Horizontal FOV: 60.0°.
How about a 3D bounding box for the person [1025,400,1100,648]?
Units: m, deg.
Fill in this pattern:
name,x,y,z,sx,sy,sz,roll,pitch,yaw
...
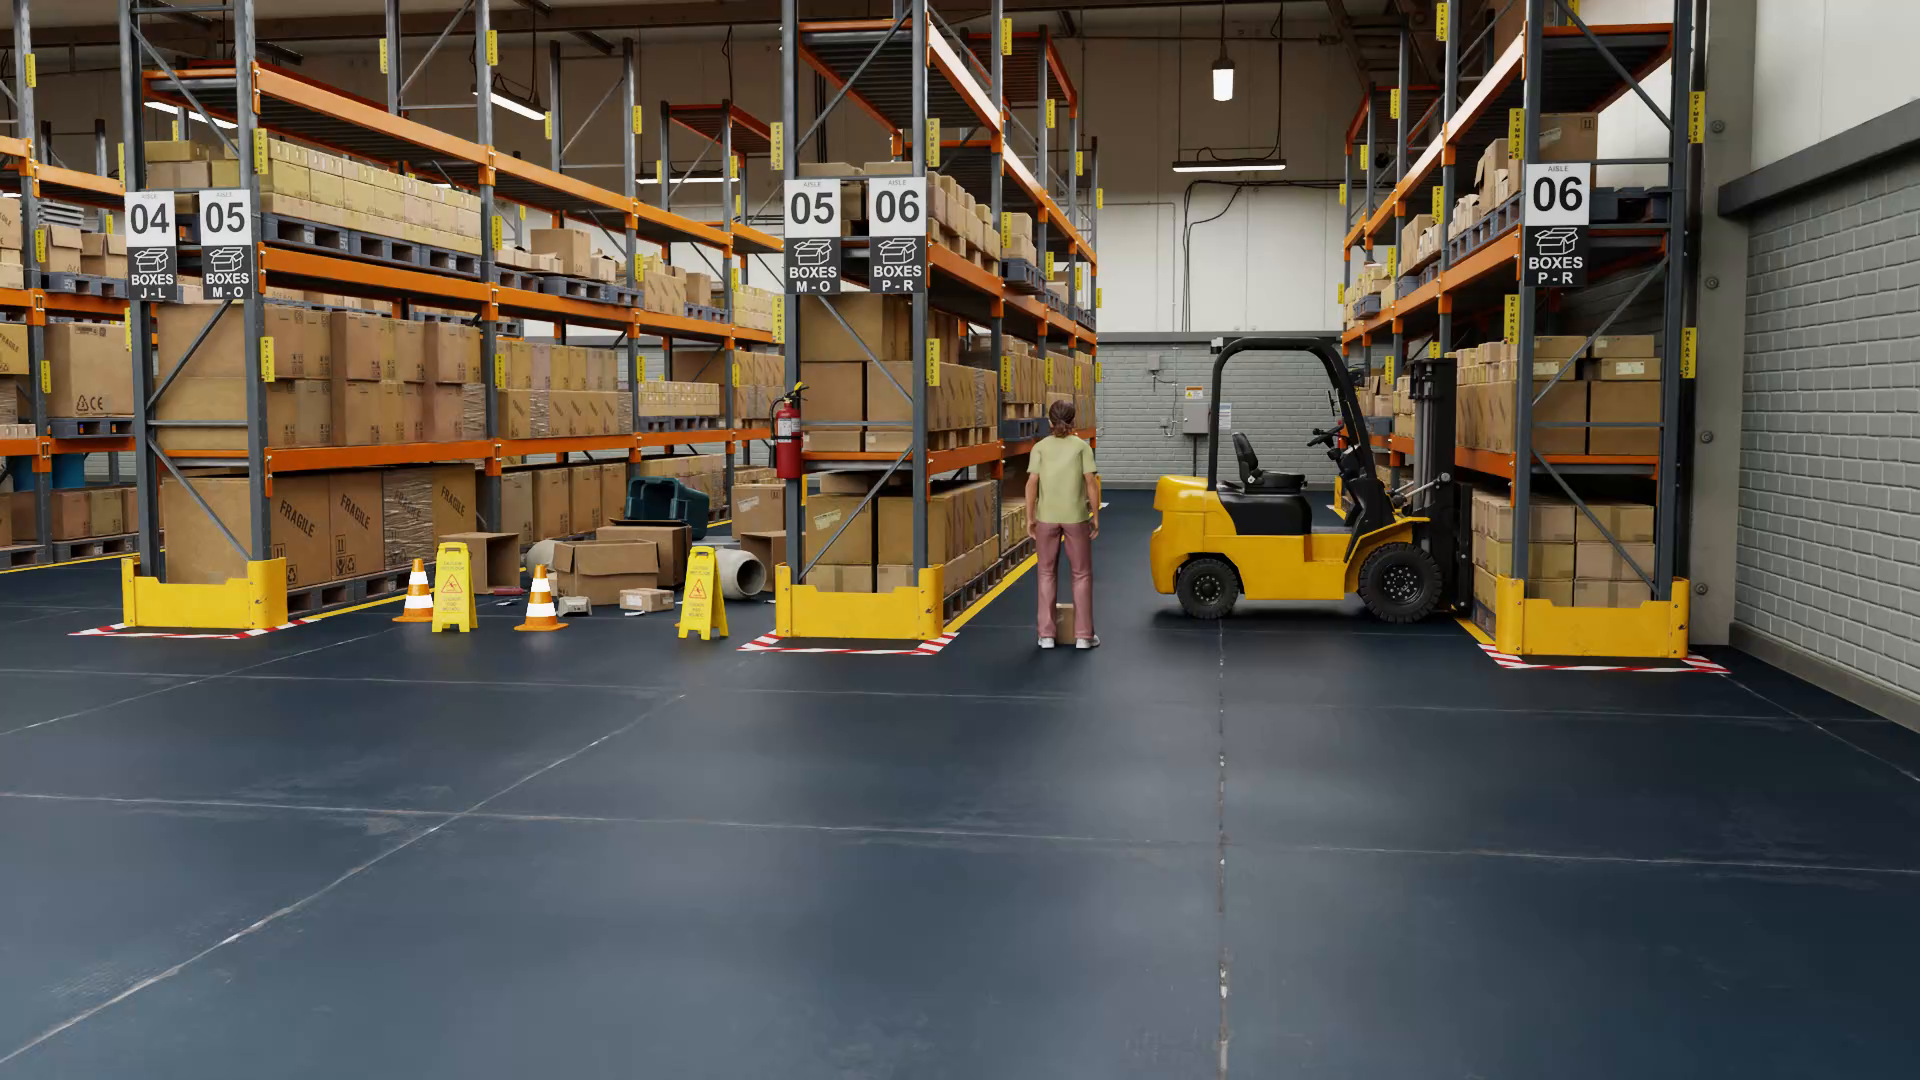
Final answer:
name,x,y,z,sx,sy,sz,roll,pitch,yaw
person,0.695,-0.110,11.232,0.499,1.673,0.356,1,5,9
